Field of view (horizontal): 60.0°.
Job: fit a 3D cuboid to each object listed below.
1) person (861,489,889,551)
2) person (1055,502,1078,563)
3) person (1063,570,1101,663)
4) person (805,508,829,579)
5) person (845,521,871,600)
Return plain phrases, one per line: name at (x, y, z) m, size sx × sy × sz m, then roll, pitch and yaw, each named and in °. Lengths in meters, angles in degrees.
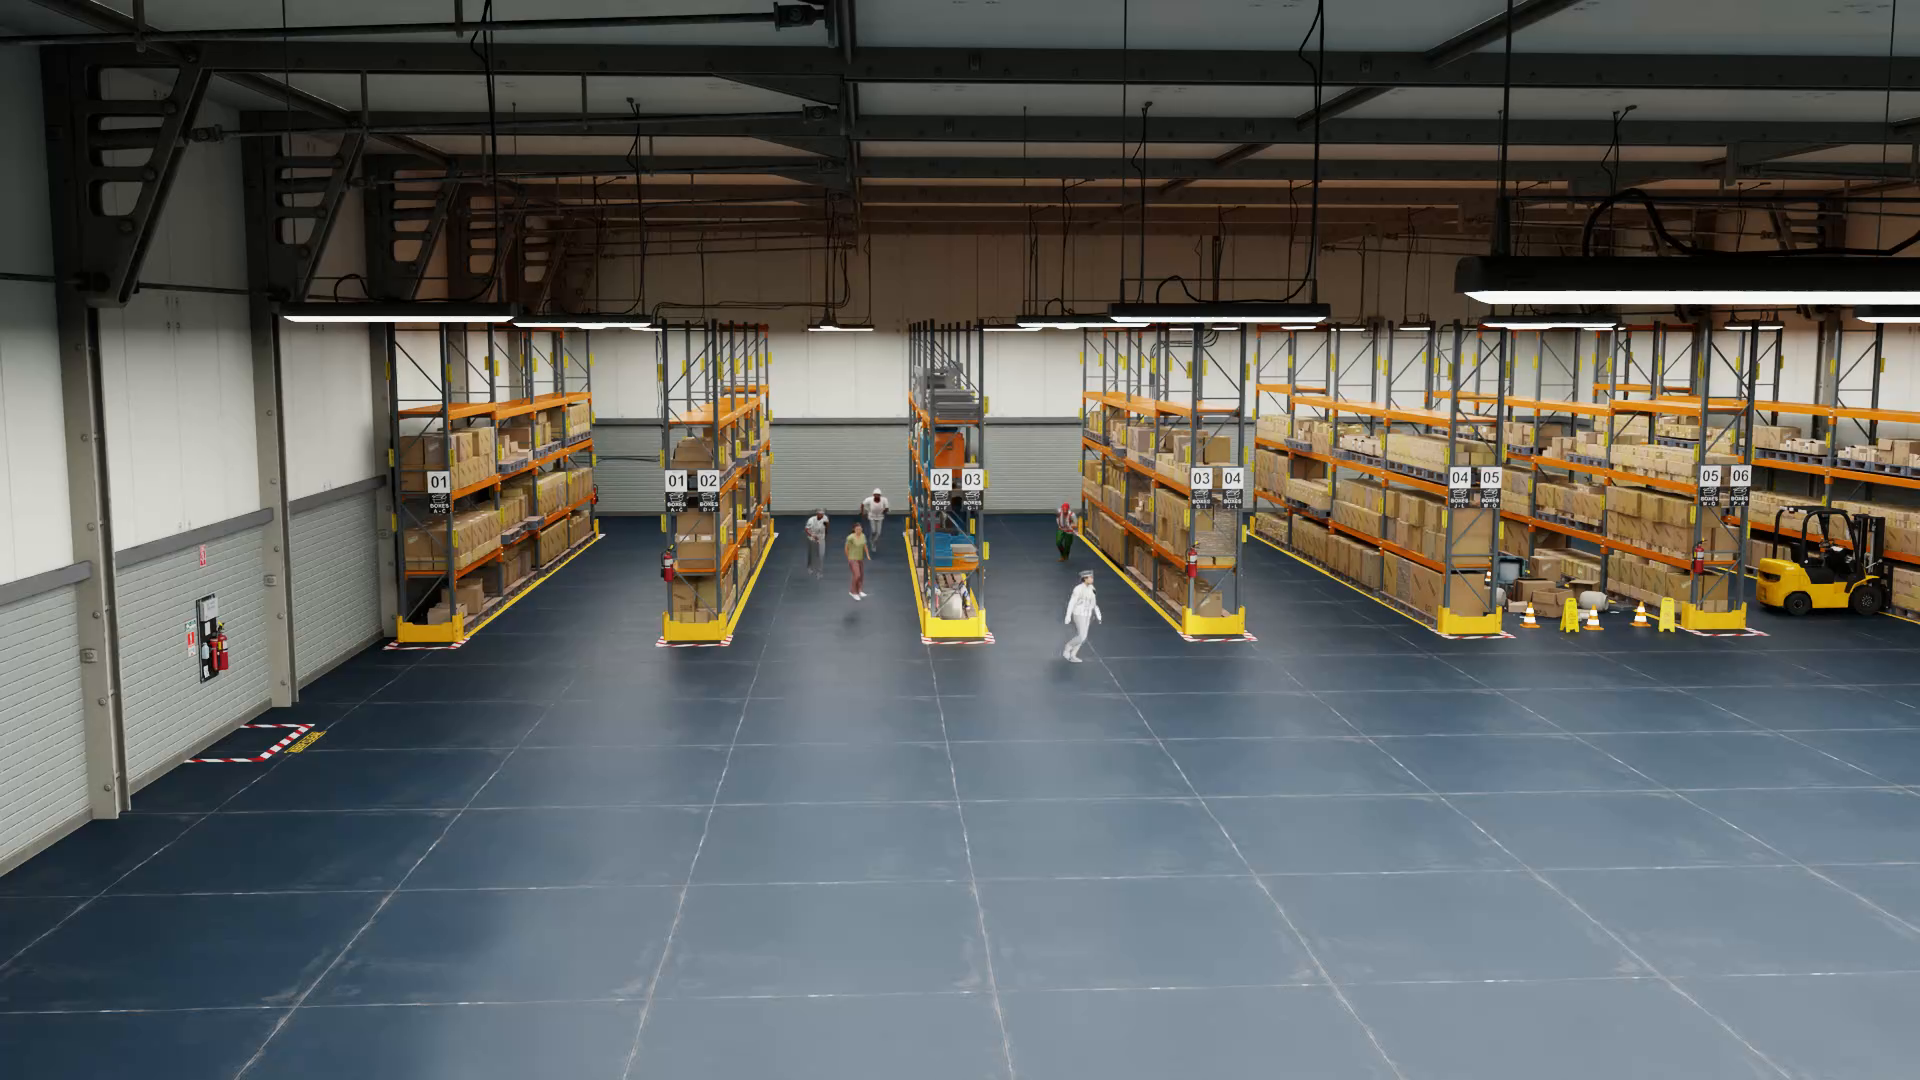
person at (-2.222, -0.524, 43.897) m, size 0.689 × 1.681 × 0.713 m, roll -2°, pitch 7°, yaw -16°
person at (2.657, -0.202, 41.532) m, size 0.660 × 1.539 × 1.111 m, roll 2°, pitch 7°, yaw 15°
person at (2.129, 1.326, 29.042) m, size 0.530 × 1.652 × 0.608 m, roll 7°, pitch 10°, yaw 44°
person at (-3.281, 0.035, 37.874) m, size 0.608 × 1.615 × 0.952 m, roll -3°, pitch 8°, yaw -25°
person at (-2.140, 0.413, 34.353) m, size 0.555 × 1.645 × 0.573 m, roll 7°, pitch 10°, yaw 44°
